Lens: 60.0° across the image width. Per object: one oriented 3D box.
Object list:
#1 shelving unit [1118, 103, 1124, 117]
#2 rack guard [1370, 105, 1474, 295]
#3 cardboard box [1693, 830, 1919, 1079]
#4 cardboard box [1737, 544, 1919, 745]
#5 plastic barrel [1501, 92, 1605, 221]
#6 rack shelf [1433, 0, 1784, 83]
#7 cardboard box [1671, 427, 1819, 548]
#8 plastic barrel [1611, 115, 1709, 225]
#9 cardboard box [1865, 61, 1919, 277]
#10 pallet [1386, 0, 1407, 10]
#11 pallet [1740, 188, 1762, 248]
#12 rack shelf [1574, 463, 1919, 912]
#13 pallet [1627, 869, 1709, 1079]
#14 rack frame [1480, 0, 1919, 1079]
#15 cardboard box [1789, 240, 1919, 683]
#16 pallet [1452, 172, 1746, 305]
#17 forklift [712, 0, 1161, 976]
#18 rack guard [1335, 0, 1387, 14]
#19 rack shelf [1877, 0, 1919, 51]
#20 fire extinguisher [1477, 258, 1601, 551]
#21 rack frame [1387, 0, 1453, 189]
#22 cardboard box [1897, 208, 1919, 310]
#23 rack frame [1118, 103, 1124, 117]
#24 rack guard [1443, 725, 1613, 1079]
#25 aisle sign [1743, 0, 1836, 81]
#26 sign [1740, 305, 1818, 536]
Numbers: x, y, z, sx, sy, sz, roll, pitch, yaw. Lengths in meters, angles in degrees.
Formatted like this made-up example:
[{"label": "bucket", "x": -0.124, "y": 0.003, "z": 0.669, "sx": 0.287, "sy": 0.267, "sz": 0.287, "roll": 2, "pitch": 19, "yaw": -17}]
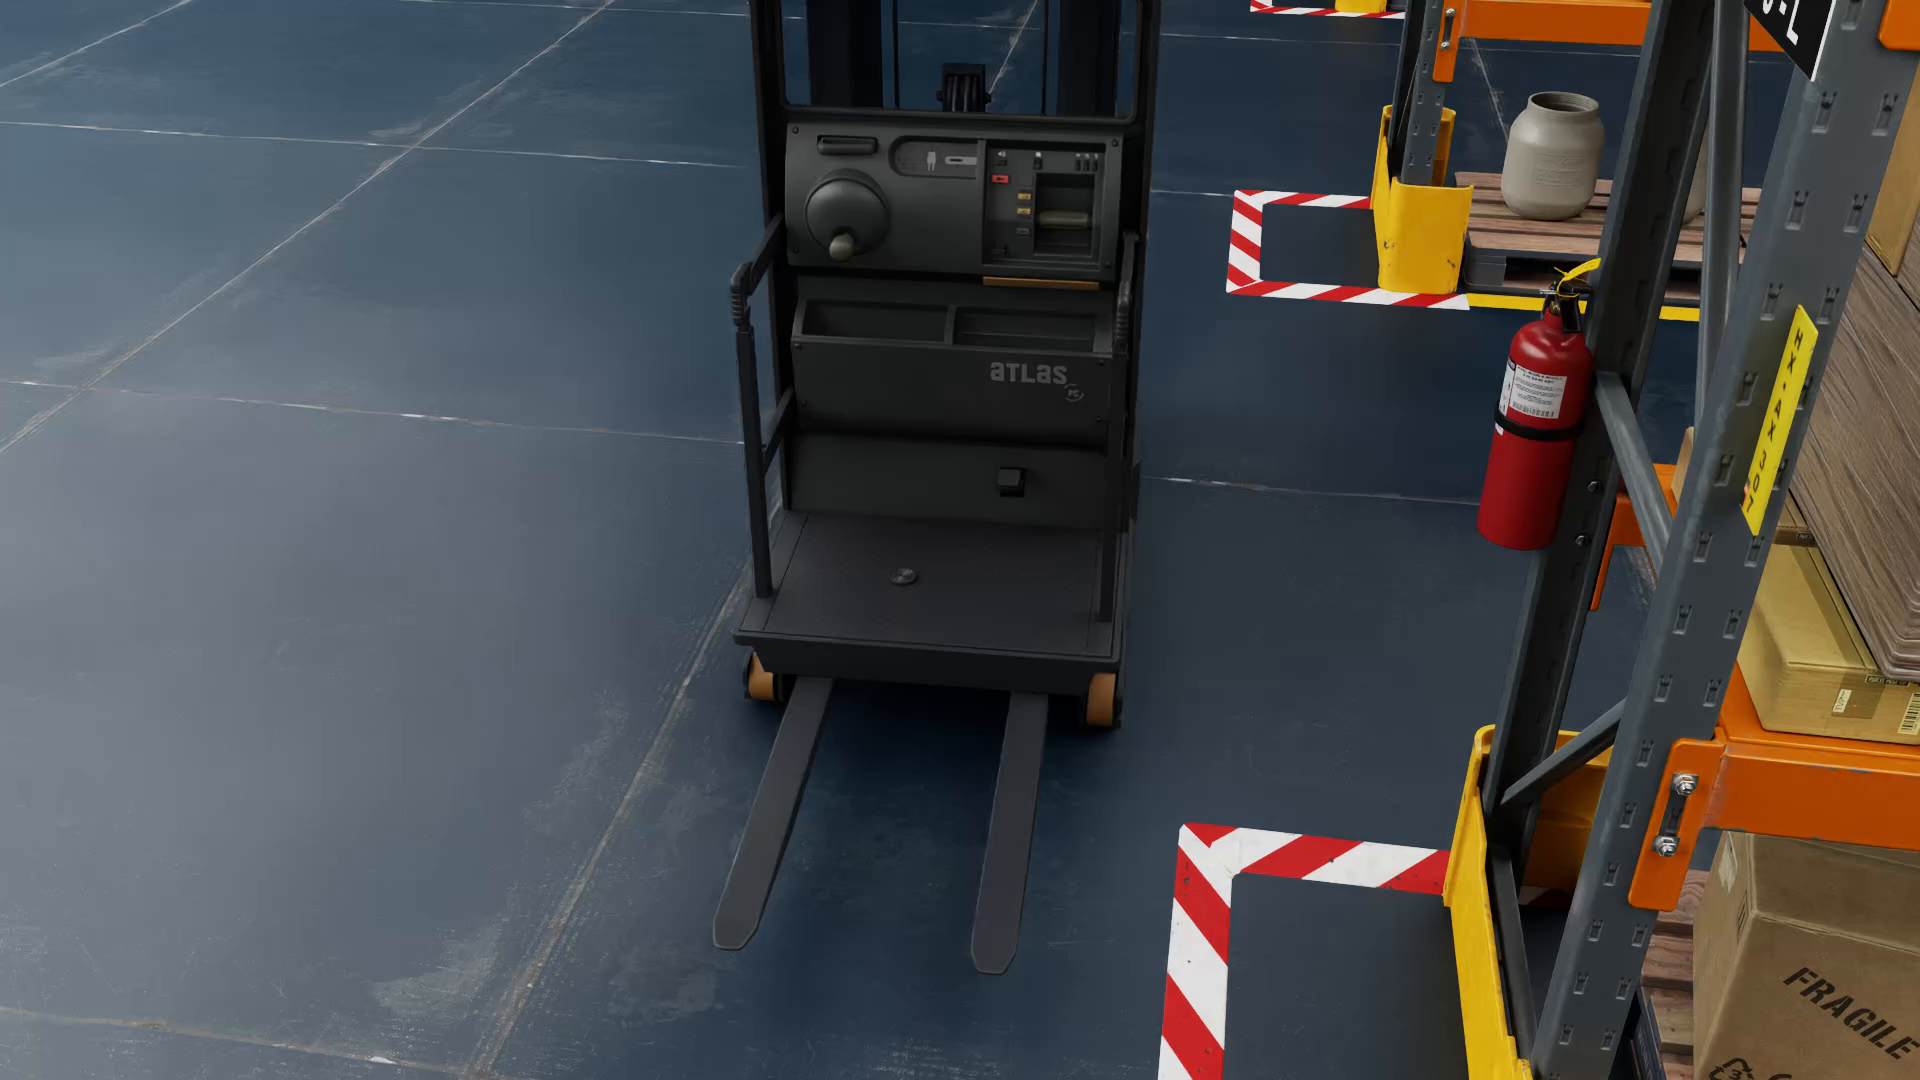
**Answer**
[{"label": "shelving unit", "x": 0.494, "y": -1.008, "z": 6.229, "sx": 0.258, "sy": 1.200, "sz": 0.189, "roll": -6, "pitch": 33, "yaw": -10}, {"label": "rack guard", "x": 2.174, "y": -1.634, "z": 7.889, "sx": 0.348, "sy": 0.500, "sz": 1.175, "roll": 5, "pitch": 32, "yaw": 8}, {"label": "cardboard box", "x": 1.871, "y": 0.861, "z": 3.508, "sx": 0.500, "sy": 0.500, "sz": 0.500, "roll": 11, "pitch": 34, "yaw": 17}, {"label": "cardboard box", "x": 1.499, "y": 0.171, "z": 2.886, "sx": 0.250, "sy": 0.149, "sz": 0.380, "roll": 5, "pitch": 32, "yaw": 8}, {"label": "plastic barrel", "x": 2.753, "y": -1.780, "z": 7.716, "sx": 0.421, "sy": 0.512, "sz": 0.421, "roll": 0, "pitch": 32, "yaw": 0}, {"label": "rack shelf", "x": 4.063, "y": -2.192, "z": 7.103, "sx": 4.000, "sy": 0.370, "sz": 1.077, "roll": 5, "pitch": 32, "yaw": 8}, {"label": "cardboard box", "x": 1.574, "y": -0.061, "z": 3.258, "sx": 0.250, "sy": 0.149, "sz": 0.380, "roll": 5, "pitch": 32, "yaw": 8}, {"label": "plastic barrel", "x": 3.247, "y": -1.736, "z": 7.645, "sx": 0.421, "sy": 0.512, "sz": 0.421, "roll": 0, "pitch": 32, "yaw": 0}, {"label": "cardboard box", "x": 1.842, "y": -0.758, "z": 2.817, "sx": 0.500, "sy": 0.500, "sz": 0.500, "roll": 5, "pitch": 32, "yaw": 8}, {"label": "pallet", "x": 3.689, "y": -4.038, "z": 12.002, "sx": 1.213, "sy": 0.211, "sz": 1.003, "roll": 5, "pitch": 32, "yaw": 8}, {"label": "pallet", "x": 4.173, "y": -1.326, "z": 7.670, "sx": 1.213, "sy": 0.211, "sz": 1.003, "roll": 5, "pitch": 32, "yaw": 8}, {"label": "rack shelf", "x": 3.229, "y": 0.398, "z": 2.965, "sx": 4.000, "sy": 0.370, "sz": 1.077, "roll": 5, "pitch": 32, "yaw": 8}, {"label": "pallet", "x": 2.128, "y": 1.194, "z": 3.643, "sx": 1.213, "sy": 0.211, "sz": 1.003, "roll": 5, "pitch": 32, "yaw": 8}, {"label": "rack frame", "x": 1.258, "y": -0.085, "z": 3.059, "sx": 0.127, "sy": 3.000, "sz": 1.000, "roll": 5, "pitch": 32, "yaw": 8}, {"label": "cardboard box", "x": 1.795, "y": -0.190, "z": 2.852, "sx": 0.500, "sy": 0.500, "sz": 0.875, "roll": 5, "pitch": 32, "yaw": 8}, {"label": "pallet", "x": 2.974, "y": -1.436, "z": 7.846, "sx": 1.213, "sy": 0.211, "sz": 1.003, "roll": 5, "pitch": 32, "yaw": 8}, {"label": "forklift", "x": -0.046, "y": -0.890, "z": 4.410, "sx": 1.130, "sy": 2.935, "sz": 3.031, "roll": 4, "pitch": 32, "yaw": 6}, {"label": "rack guard", "x": 2.905, "y": -4.209, "z": 12.003, "sx": 0.348, "sy": 0.500, "sz": 1.175, "roll": 5, "pitch": 32, "yaw": 8}, {"label": "rack shelf", "x": 3.229, "y": -0.873, "z": 2.169, "sx": 4.000, "sy": 0.370, "sz": 1.077, "roll": 5, "pitch": 32, "yaw": 8}, {"label": "fire extinguisher", "x": 1.223, "y": -0.304, "z": 3.481, "sx": 0.183, "sy": 0.674, "sz": 0.296, "roll": 5, "pitch": 32, "yaw": 8}, {"label": "rack frame", "x": 2.091, "y": -2.676, "z": 7.198, "sx": 0.127, "sy": 3.000, "sz": 1.000, "roll": 5, "pitch": 32, "yaw": 8}, {"label": "cardboard box", "x": 1.754, "y": -0.486, "z": 2.382, "sx": 0.500, "sy": 0.500, "sz": 0.500, "roll": 5, "pitch": 32, "yaw": 8}, {"label": "rack frame", "x": 0.475, "y": -1.055, "z": 6.304, "sx": 0.240, "sy": 1.200, "sz": 0.006, "roll": -6, "pitch": 33, "yaw": -10}, {"label": "rack guard", "x": 1.333, "y": 0.981, "z": 3.712, "sx": 0.348, "sy": 0.500, "sz": 1.175, "roll": 5, "pitch": 32, "yaw": 8}, {"label": "aisle sign", "x": 1.146, "y": -1.036, "z": 2.128, "sx": 0.004, "sy": 0.787, "sz": 0.394, "roll": 5, "pitch": 32, "yaw": 8}, {"label": "sign", "x": 1.167, "y": -0.169, "z": 2.376, "sx": 0.005, "sy": 0.325, "sz": 0.100, "roll": 5, "pitch": 32, "yaw": 8}]
